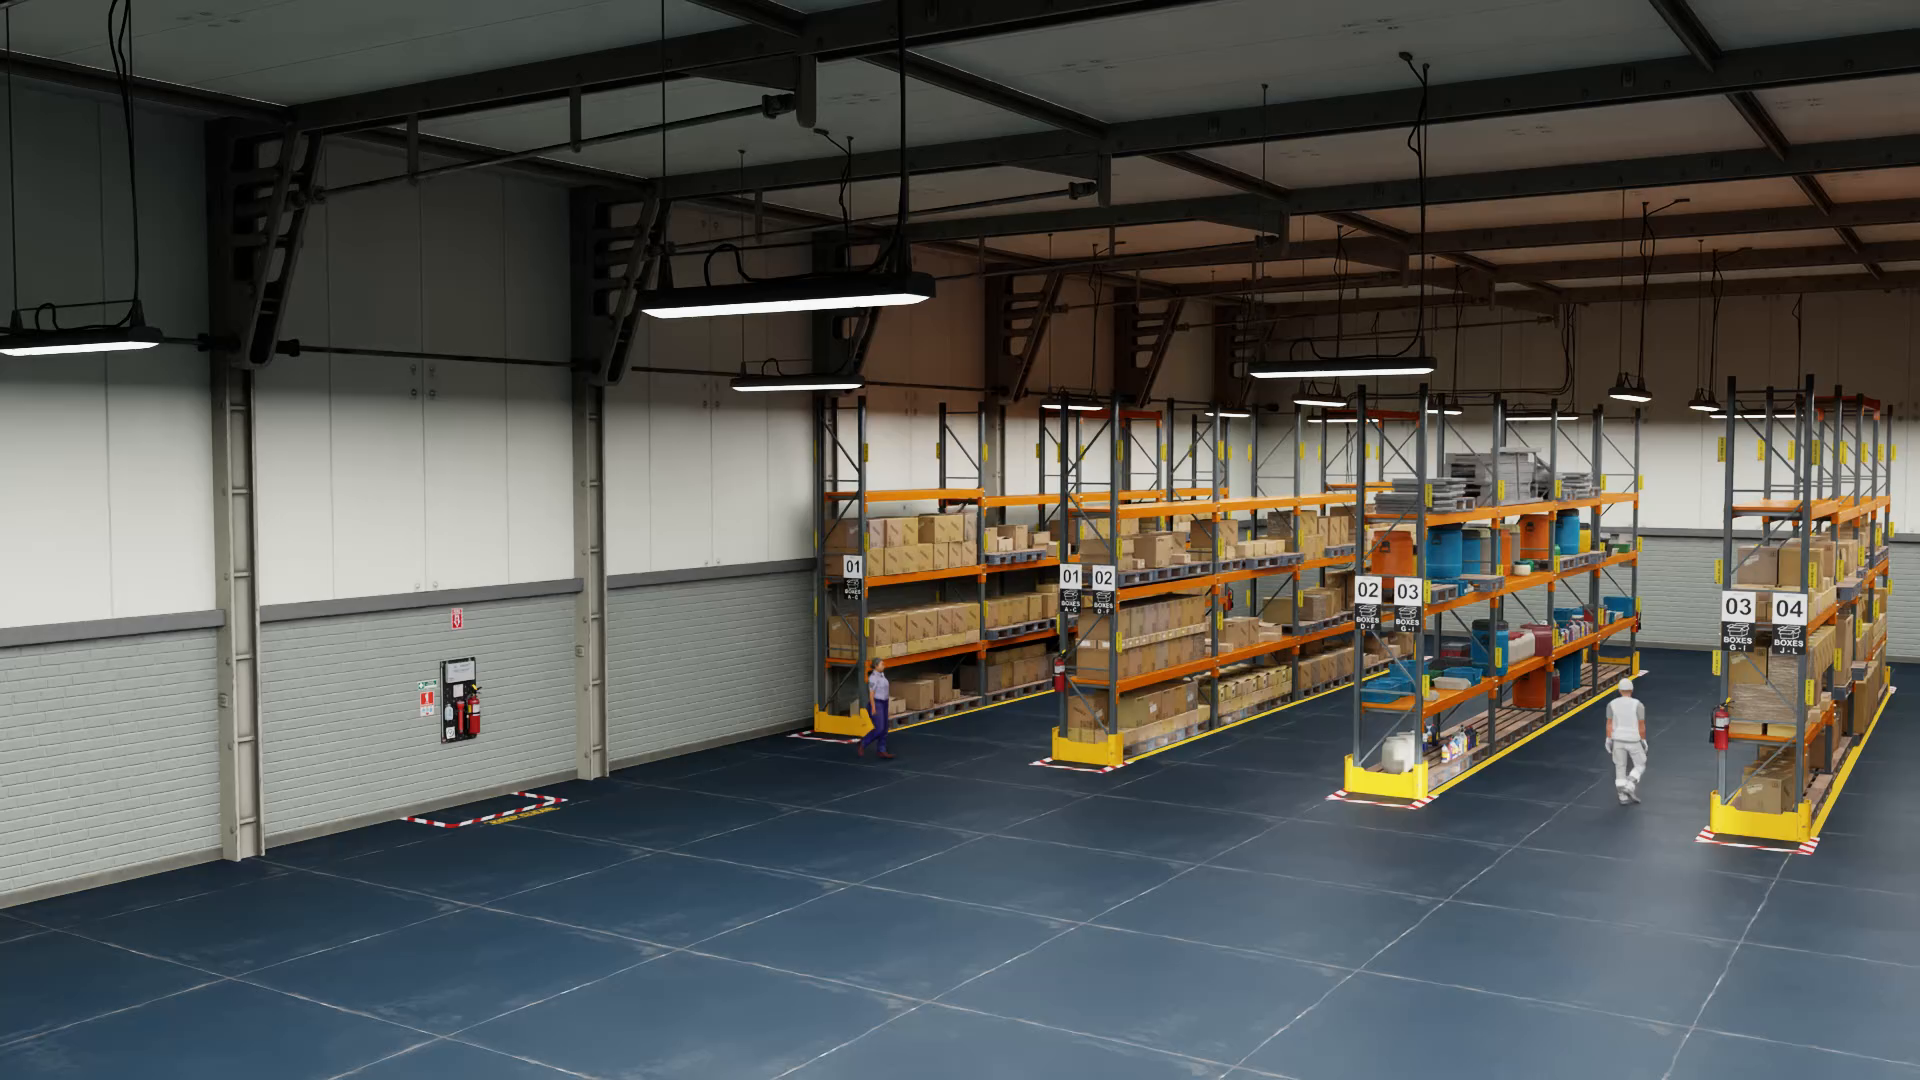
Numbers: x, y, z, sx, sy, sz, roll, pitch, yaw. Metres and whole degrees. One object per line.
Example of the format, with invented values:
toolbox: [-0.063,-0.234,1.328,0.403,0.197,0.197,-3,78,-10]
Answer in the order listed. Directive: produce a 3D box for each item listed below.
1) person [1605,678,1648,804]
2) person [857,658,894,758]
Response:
person: [9.446,2.864,23.585,0.561,1.788,0.550,2,4,33]
person: [-1.385,2.749,27.199,0.583,1.625,0.520,1,3,15]
